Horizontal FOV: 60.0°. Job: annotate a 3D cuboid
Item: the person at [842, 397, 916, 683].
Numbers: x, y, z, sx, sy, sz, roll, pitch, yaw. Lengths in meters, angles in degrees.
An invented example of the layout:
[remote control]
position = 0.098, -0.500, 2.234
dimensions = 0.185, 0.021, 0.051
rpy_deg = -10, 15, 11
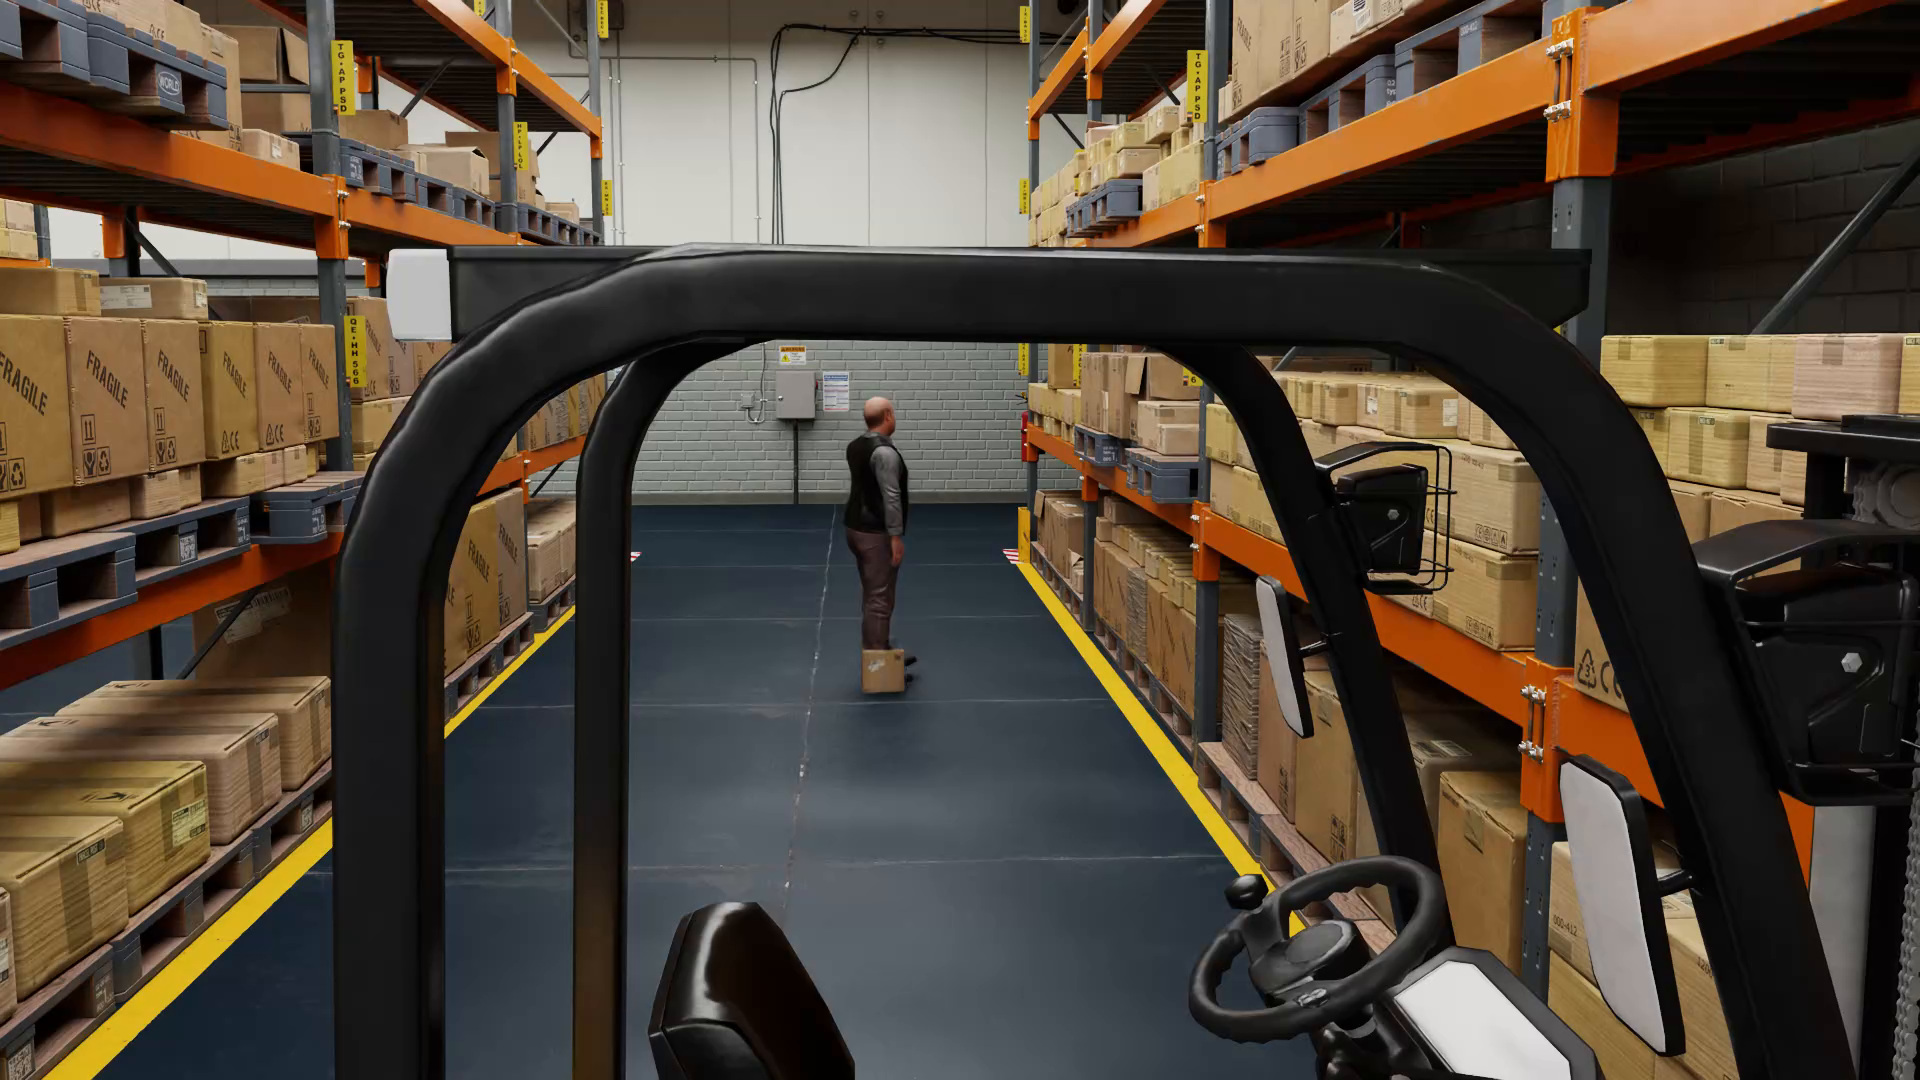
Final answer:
[person]
position = -0.451, -0.014, 10.237
dimensions = 0.483, 1.732, 0.564
rpy_deg = -3, 7, -25
